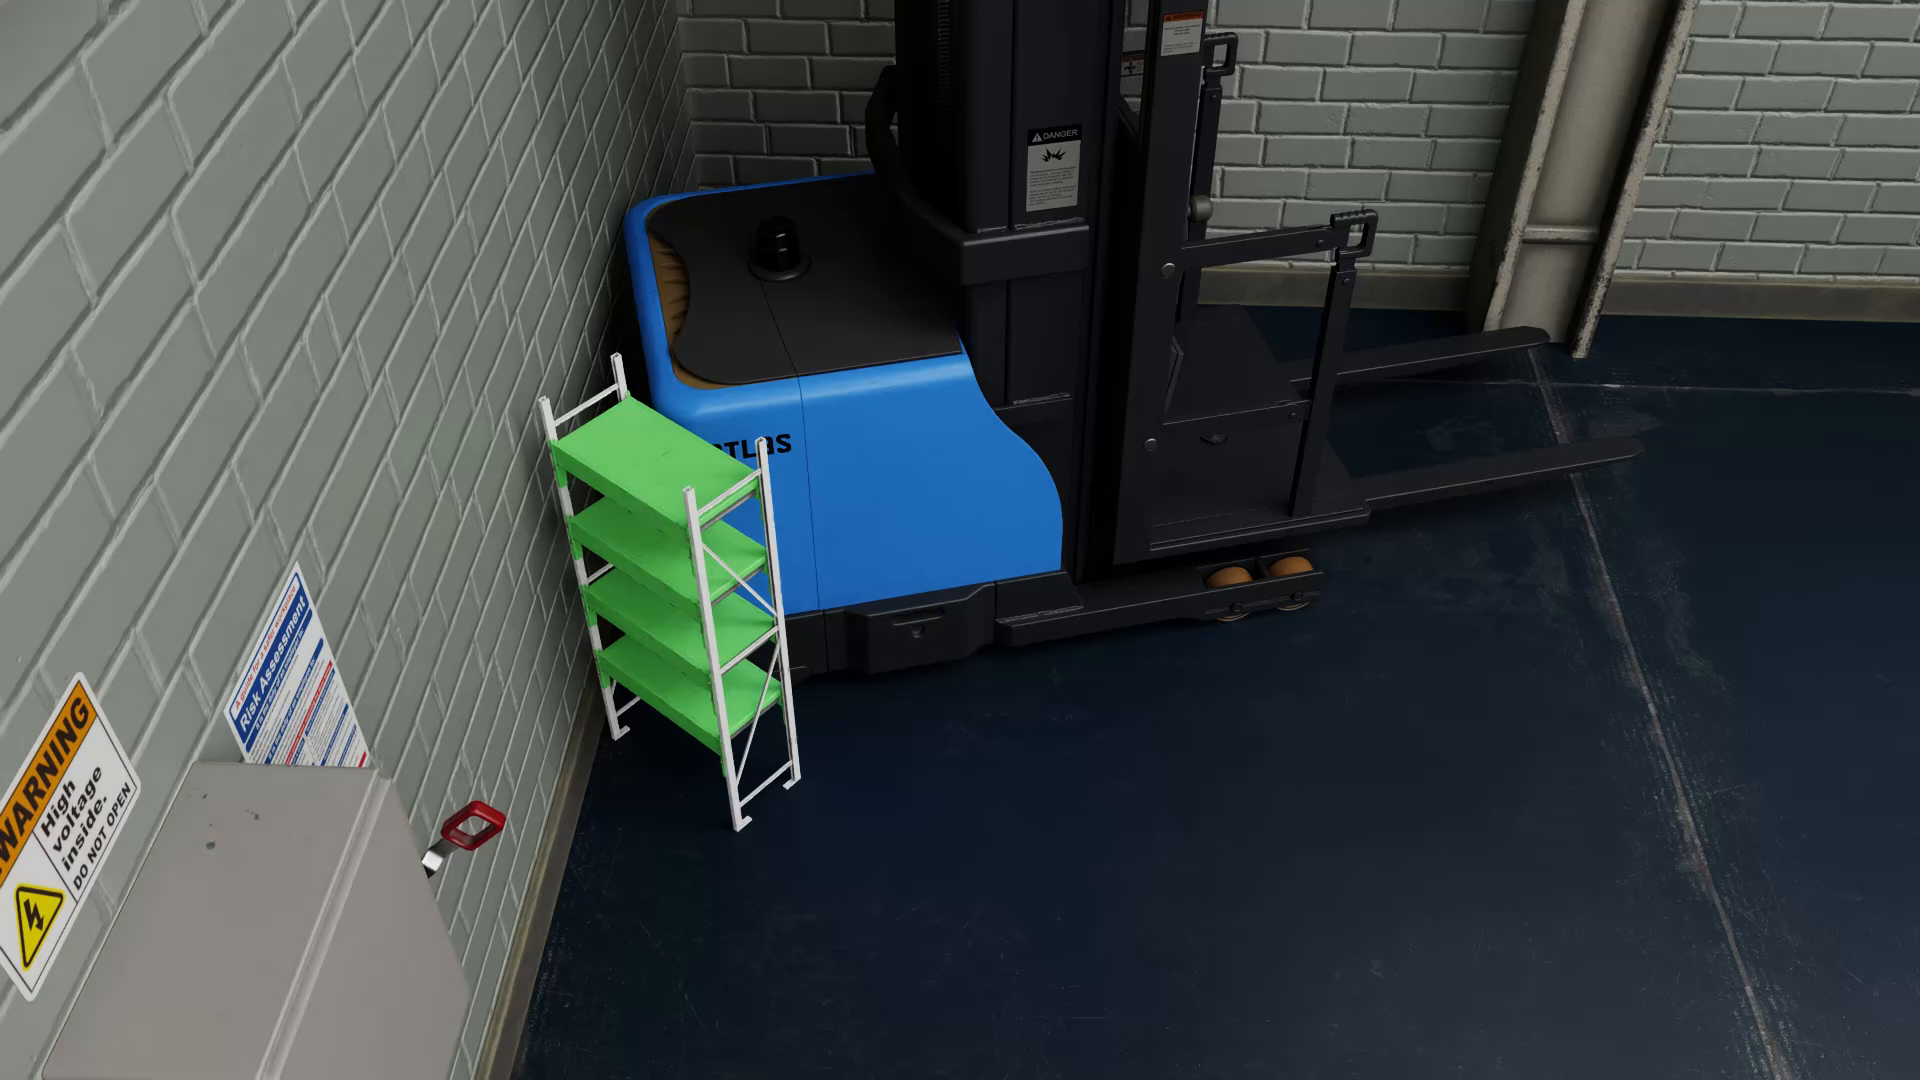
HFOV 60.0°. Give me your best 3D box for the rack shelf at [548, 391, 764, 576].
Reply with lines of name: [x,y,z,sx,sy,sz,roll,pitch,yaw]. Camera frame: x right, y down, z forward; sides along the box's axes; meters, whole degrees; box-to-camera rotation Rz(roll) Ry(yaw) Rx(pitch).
rack shelf: [-0.705,-0.140,3.910,0.480,0.148,0.258,30,51,28]

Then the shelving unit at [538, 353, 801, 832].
shelving unit: [-0.705,0.164,4.194,0.503,1.200,0.258,30,51,28]

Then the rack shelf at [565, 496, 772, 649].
rack shelf: [-0.705,0.035,4.074,0.480,0.148,0.258,30,51,28]

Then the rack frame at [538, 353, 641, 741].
rack frame: [-0.891,0.057,4.309,0.015,1.200,0.240,30,51,28]

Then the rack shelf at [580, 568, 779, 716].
rack shelf: [-0.705,0.211,4.237,0.480,0.148,0.258,30,51,28]

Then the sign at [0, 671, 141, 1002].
sign: [-1.117,0.362,2.055,0.001,0.242,0.339,2,43,2]

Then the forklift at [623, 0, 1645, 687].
forklift: [0.606,-1.171,4.357,3.031,2.935,1.130,-9,44,-10]

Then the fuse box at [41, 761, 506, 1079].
fuse box: [-0.908,1.105,2.809,0.414,1.711,0.539,2,43,2]

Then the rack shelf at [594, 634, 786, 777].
rack shelf: [-0.705,0.387,4.401,0.480,0.148,0.258,30,51,28]

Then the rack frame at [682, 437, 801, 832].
rack frame: [-0.519,0.272,4.078,0.015,1.200,0.240,30,51,28]

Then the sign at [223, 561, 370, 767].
sign: [-1.093,0.325,2.770,0.001,0.494,0.329,2,43,2]
